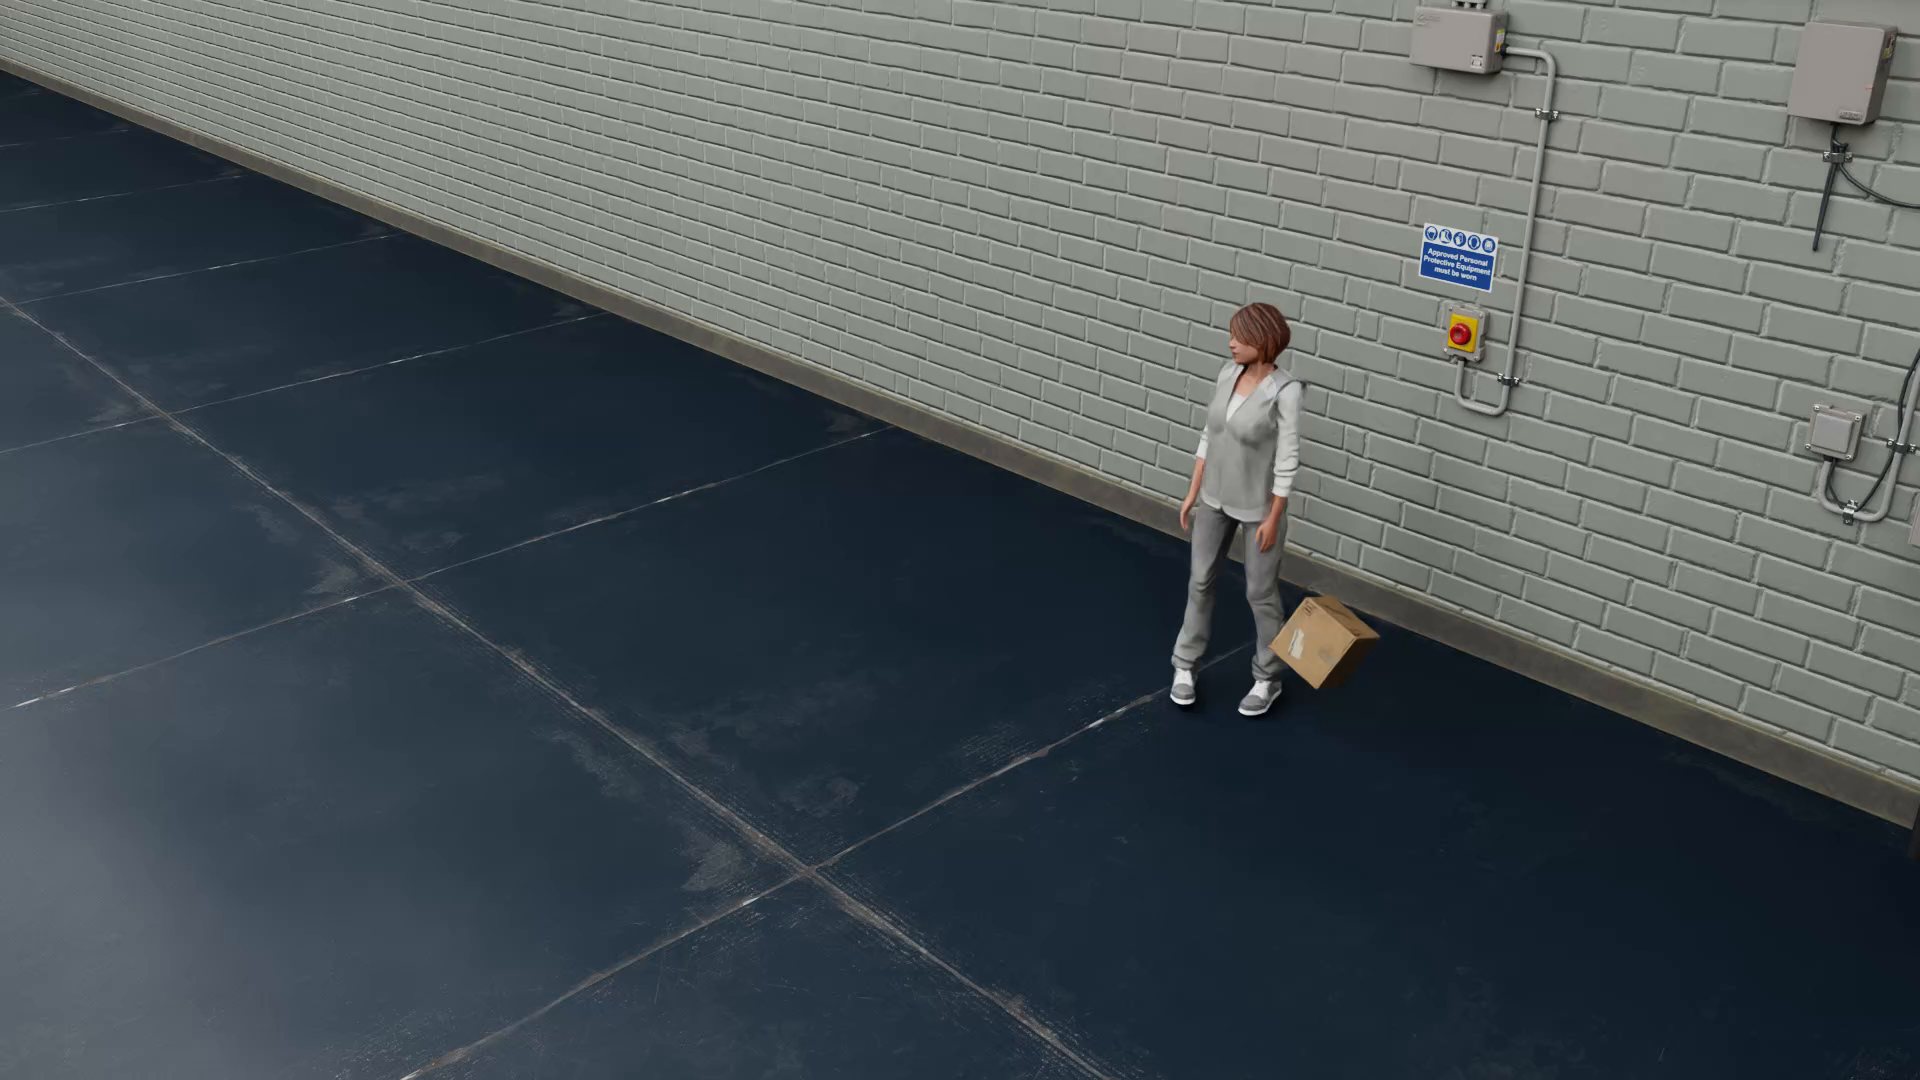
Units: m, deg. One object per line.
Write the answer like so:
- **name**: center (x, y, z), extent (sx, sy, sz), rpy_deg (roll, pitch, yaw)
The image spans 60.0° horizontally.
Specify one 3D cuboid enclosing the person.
- **person**: center (1.051, -0.100, 6.308), extent (0.435, 1.600, 0.427), rpy_deg (-20, 32, -37)
